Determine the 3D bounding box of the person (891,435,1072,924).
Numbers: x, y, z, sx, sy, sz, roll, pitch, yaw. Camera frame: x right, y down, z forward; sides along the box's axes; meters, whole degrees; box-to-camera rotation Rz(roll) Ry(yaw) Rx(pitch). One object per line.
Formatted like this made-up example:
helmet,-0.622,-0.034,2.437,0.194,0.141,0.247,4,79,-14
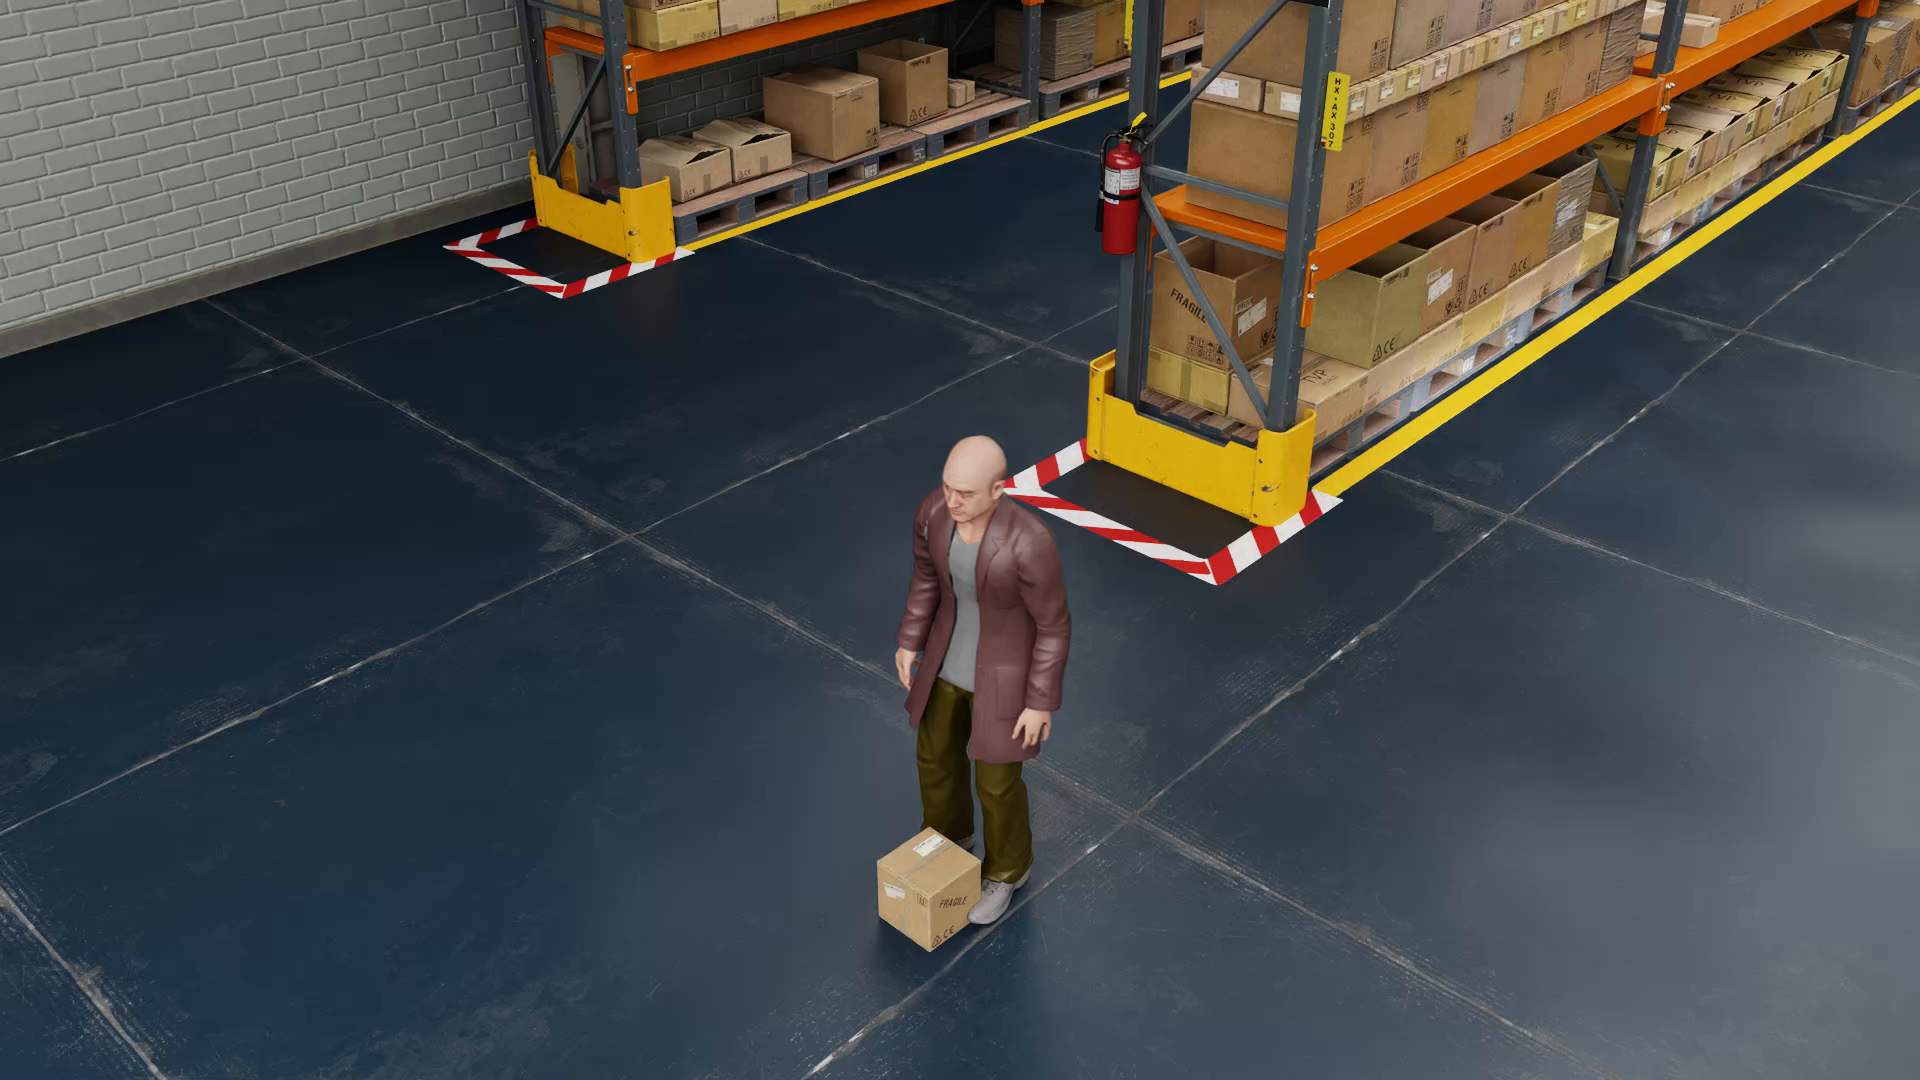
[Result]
person,0.064,0.437,5.418,0.656,1.774,0.416,24,38,34
